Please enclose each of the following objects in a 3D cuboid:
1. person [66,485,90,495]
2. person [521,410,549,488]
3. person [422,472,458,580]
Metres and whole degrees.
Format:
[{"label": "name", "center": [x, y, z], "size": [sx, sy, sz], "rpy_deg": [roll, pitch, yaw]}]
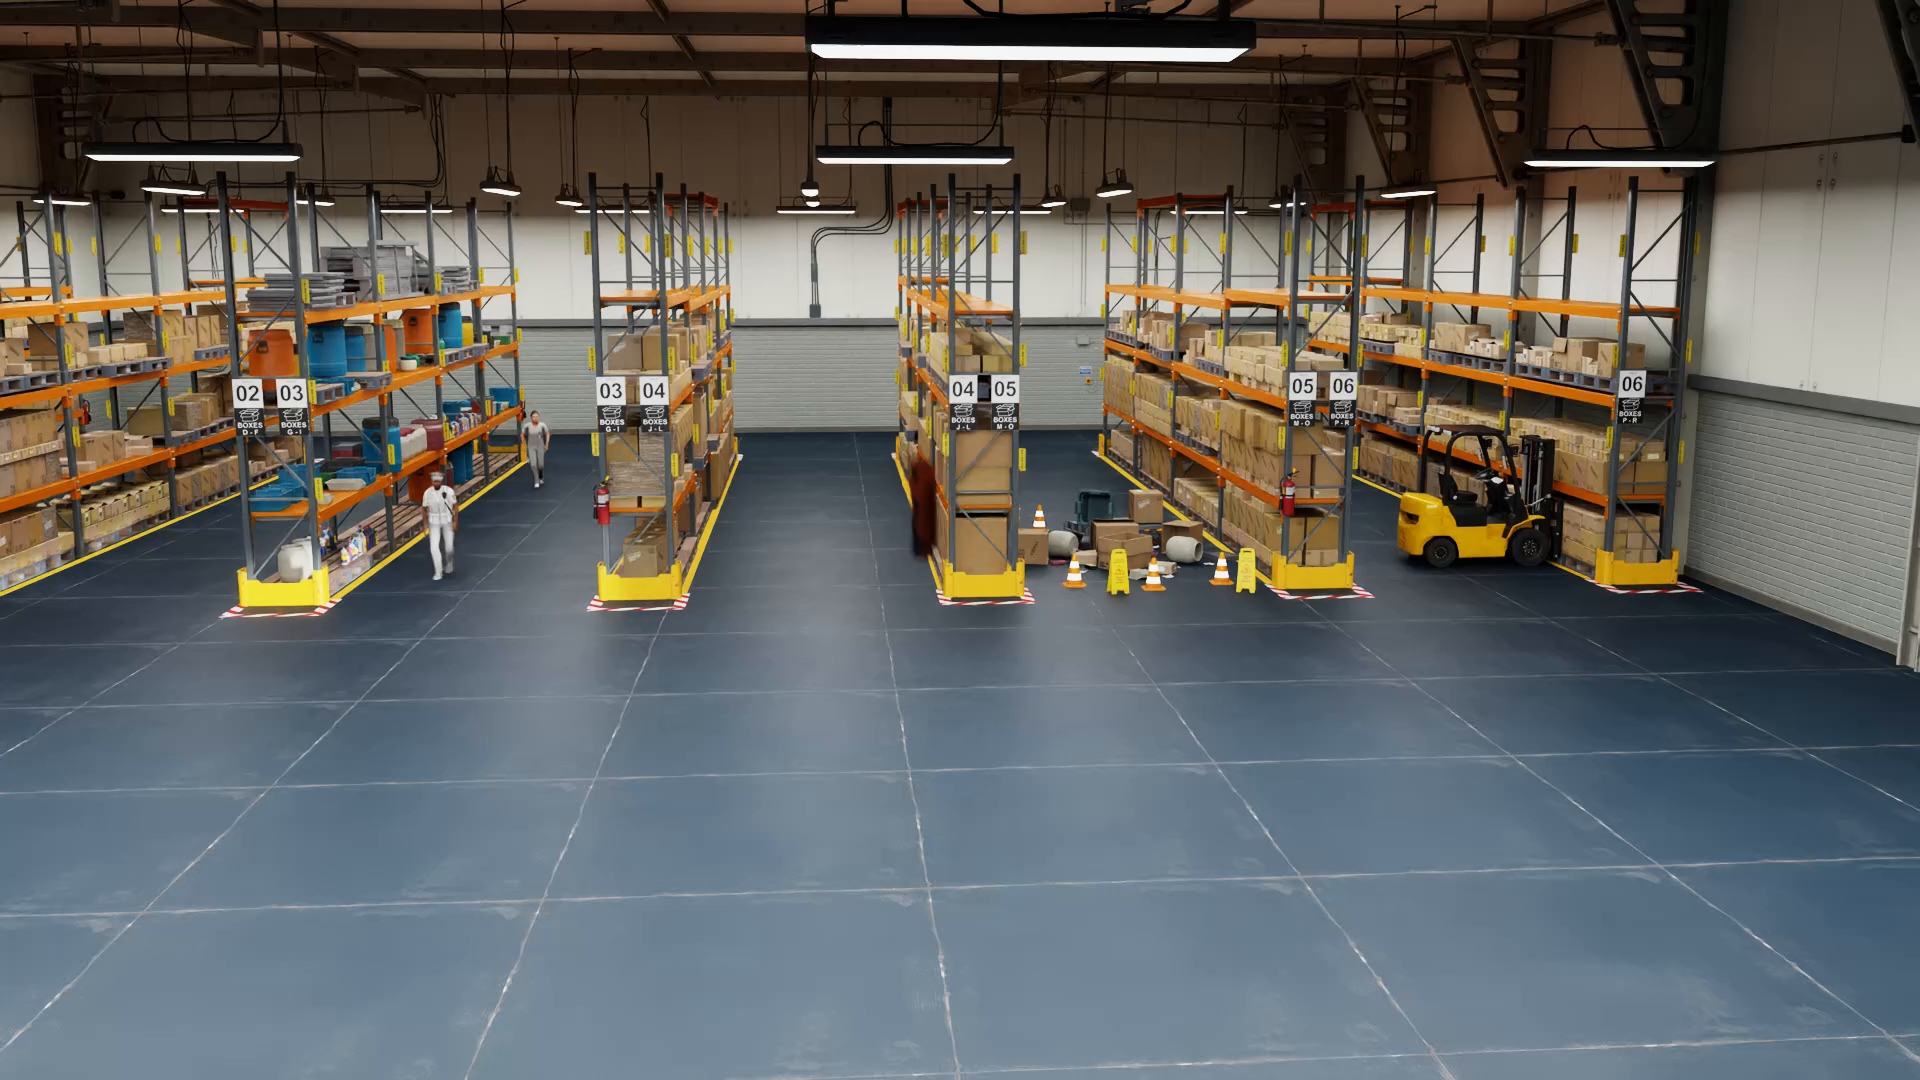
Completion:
[{"label": "person", "center": [-16.934, -1.361, 31.825], "size": [0.457, 1.540, 0.972], "rpy_deg": [-1, 10, -6]}, {"label": "person", "center": [-8.935, -1.934, 35.019], "size": [0.581, 1.617, 0.588], "rpy_deg": [-2, 10, -12]}, {"label": "person", "center": [-7.931, -0.249, 25.427], "size": [0.540, 1.659, 0.535], "rpy_deg": [-1, 10, -6]}]
